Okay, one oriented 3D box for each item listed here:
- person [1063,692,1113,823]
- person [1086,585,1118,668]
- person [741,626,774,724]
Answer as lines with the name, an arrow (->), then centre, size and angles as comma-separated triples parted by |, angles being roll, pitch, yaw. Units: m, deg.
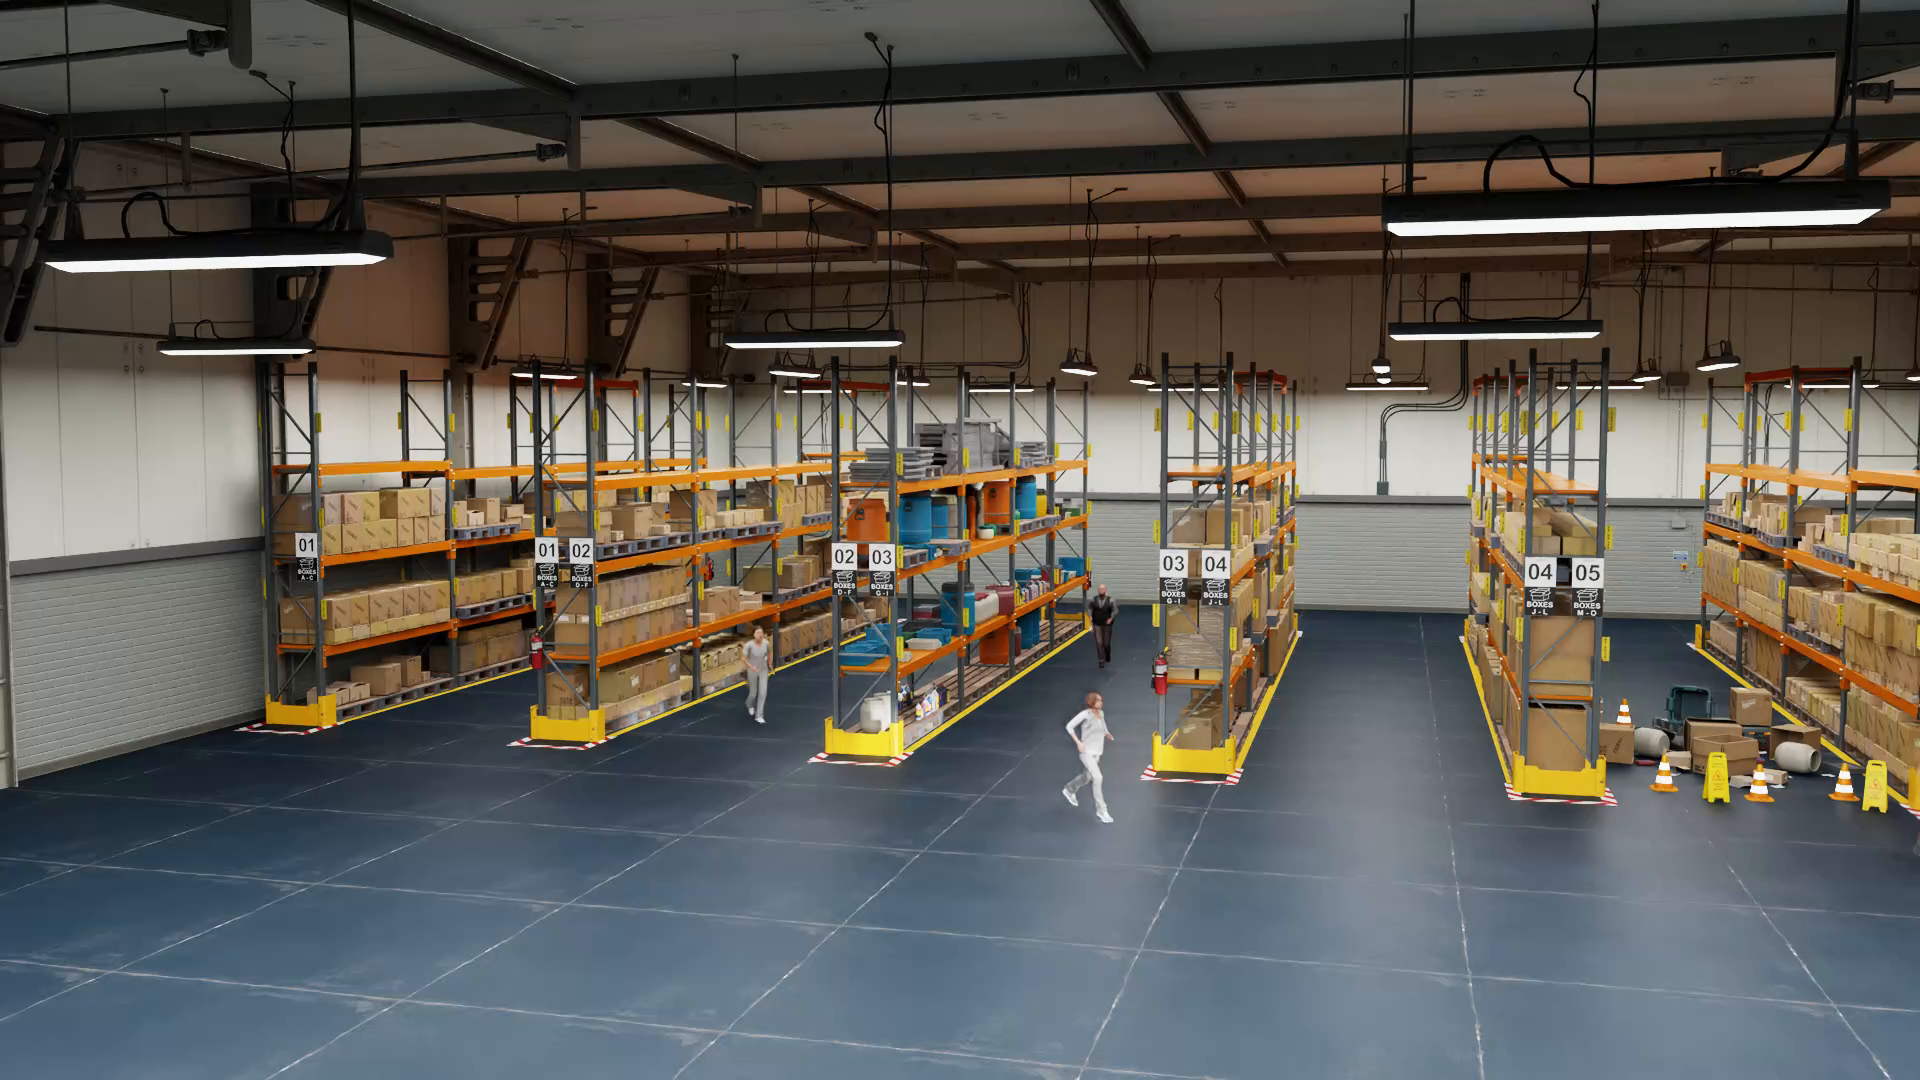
person -> 1.611, 2.718, 21.087 | 0.891, 1.611, 0.563 | 4, 5, 43
person -> 2.915, 1.755, 34.182 | 0.672, 1.698, 0.700 | 1, 4, 8
person -> -3.427, 2.232, 27.946 | 0.560, 1.626, 0.815 | -1, 4, -20
